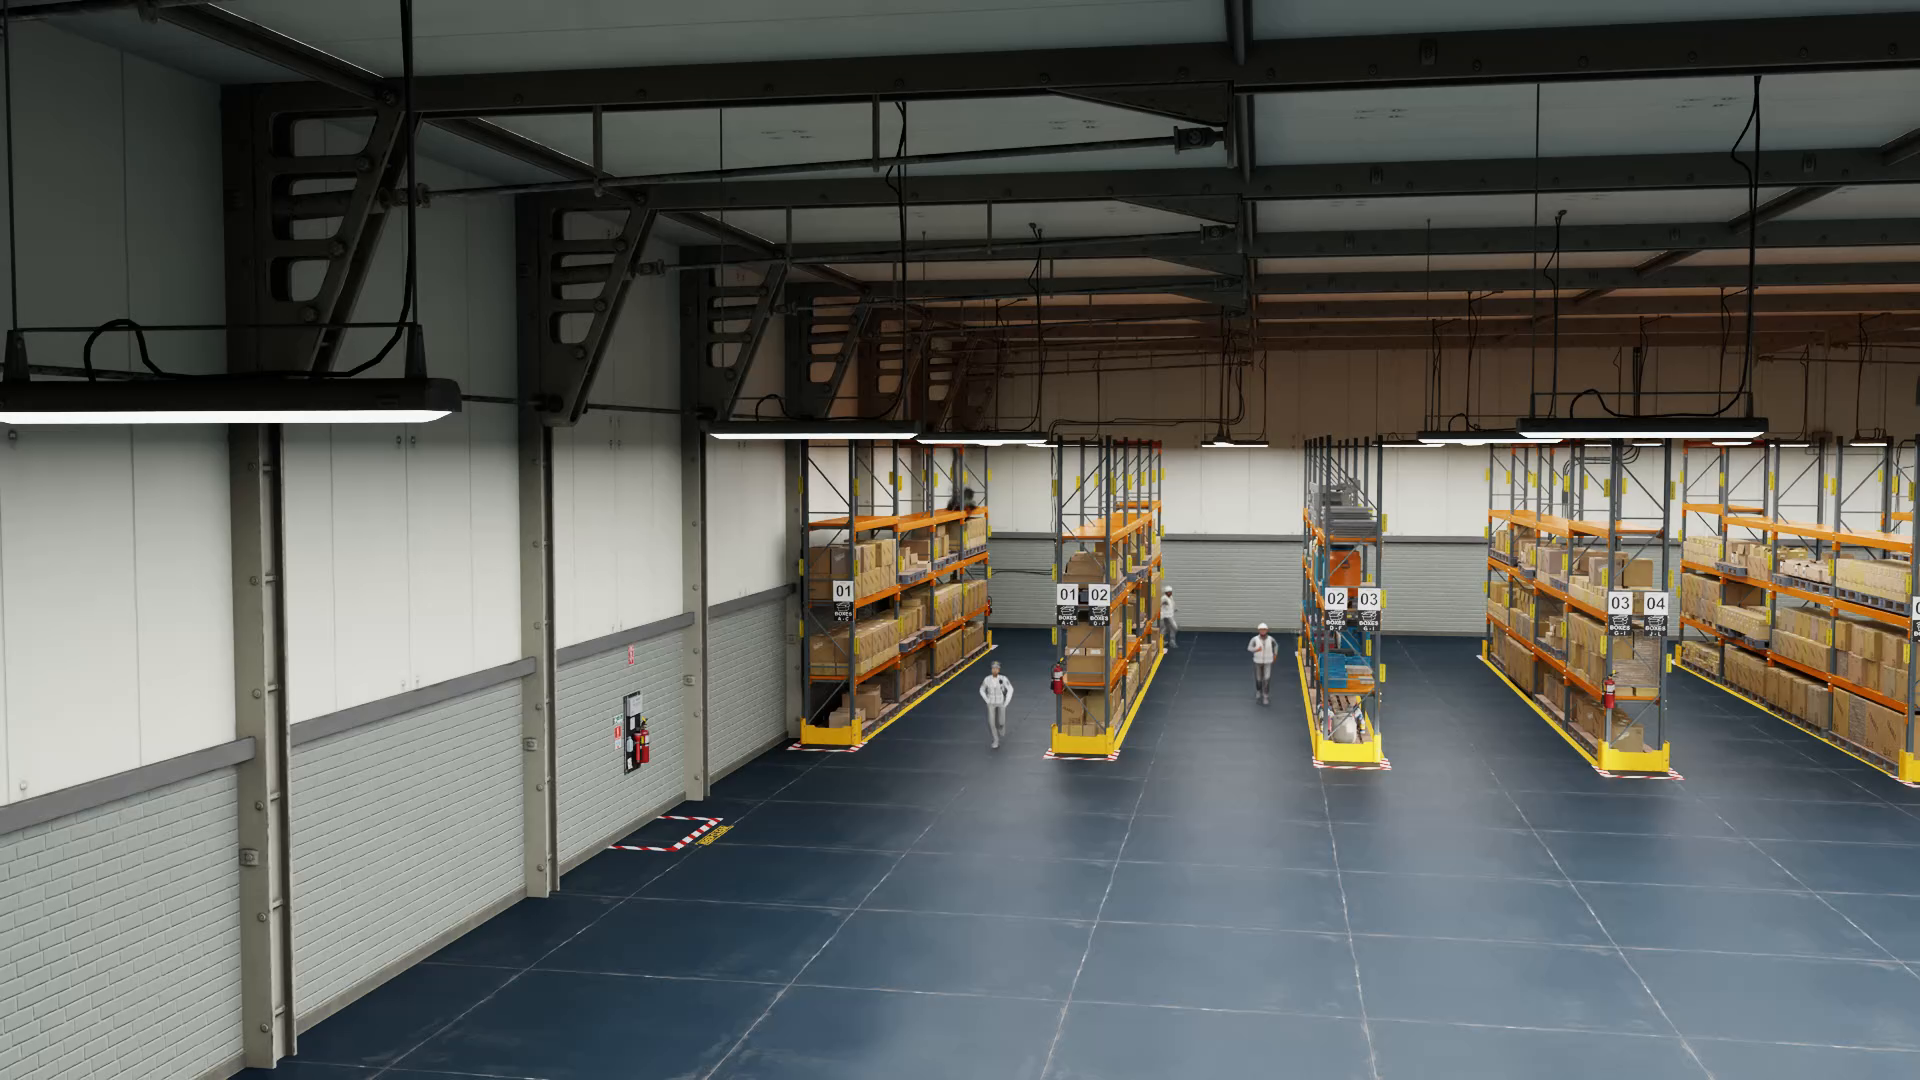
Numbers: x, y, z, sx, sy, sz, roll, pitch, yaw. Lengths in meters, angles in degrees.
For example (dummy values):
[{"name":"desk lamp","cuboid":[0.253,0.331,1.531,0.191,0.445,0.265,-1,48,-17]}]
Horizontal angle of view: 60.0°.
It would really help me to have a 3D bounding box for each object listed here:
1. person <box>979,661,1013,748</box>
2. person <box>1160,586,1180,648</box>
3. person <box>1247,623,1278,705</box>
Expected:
[{"name":"person","cuboid":[0.699,3.167,32.177,0.662,1.653,0.548,0,3,4]},{"name":"person","cuboid":[5.993,2.243,48.150,0.693,1.824,0.746,1,3,23]},{"name":"person","cuboid":[6.847,2.781,37.627,0.691,1.799,0.890,0,3,6]}]
